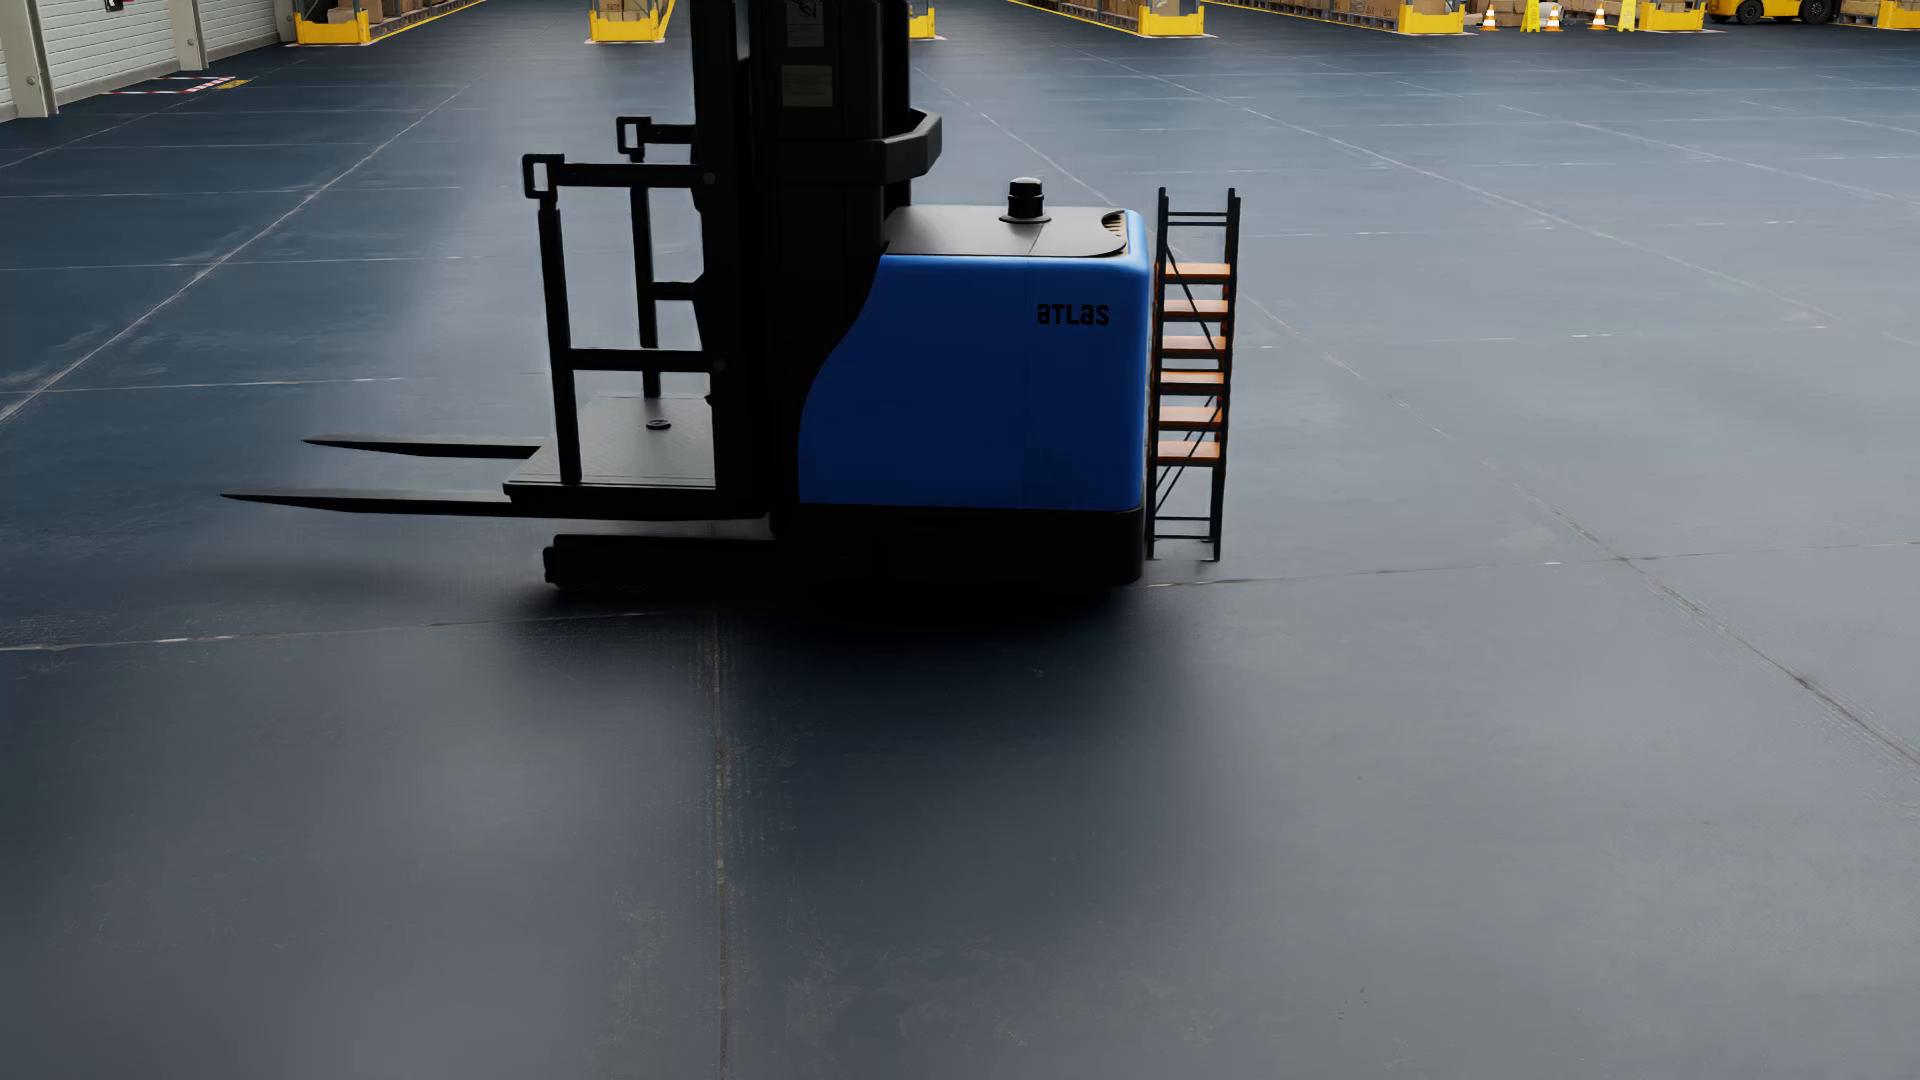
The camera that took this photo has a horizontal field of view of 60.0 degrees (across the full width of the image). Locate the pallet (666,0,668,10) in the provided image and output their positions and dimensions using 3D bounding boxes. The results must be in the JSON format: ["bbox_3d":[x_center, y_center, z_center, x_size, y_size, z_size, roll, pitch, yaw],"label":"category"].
[{"bbox_3d":[-7.296,-12.374,38.544,1.003,0.211,1.213,-3,21,-8],"label":"pallet"}]

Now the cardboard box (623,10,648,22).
[{"bbox_3d":[-5.757,-9.334,29.749,0.500,0.250,0.500,-3,21,-8],"label":"cardboard box"}]

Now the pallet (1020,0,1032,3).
[{"bbox_3d":[2.141,-13.842,42.476,1.003,0.211,1.213,-3,21,-8],"label":"pallet"}]

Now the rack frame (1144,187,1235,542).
[{"bbox_3d":[0.753,-0.557,5.492,0.240,1.200,0.006,1,21,3],"label":"rack frame"}]

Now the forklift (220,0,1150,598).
[{"bbox_3d":[-0.905,-1.386,5.238,3.031,2.935,1.130,2,21,4],"label":"forklift"}]

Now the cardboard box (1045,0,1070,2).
[{"bbox_3d":[2.671,-12.938,38.505,1.225,0.875,0.875,-4,21,-10],"label":"cardboard box"}]

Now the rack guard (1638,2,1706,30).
[{"bbox_3d":[13.699,-10.082,31.994,1.175,0.500,0.348,-3,21,-8],"label":"rack guard"}]

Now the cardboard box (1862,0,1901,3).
[{"bbox_3d":[18.241,-10.774,32.890,0.500,0.250,0.500,-3,21,-8],"label":"cardboard box"}]

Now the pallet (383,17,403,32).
[{"bbox_3d":[-11.246,-9.825,31.720,1.003,0.211,1.213,-3,21,-8],"label":"pallet"}]

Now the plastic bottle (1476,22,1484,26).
[{"bbox_3d":[10.404,-10.294,33.190,0.133,0.061,0.283,-11,23,-26],"label":"plastic bottle"}]

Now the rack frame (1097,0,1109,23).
[{"bbox_3d":[3.327,-12.111,33.856,1.000,3.000,0.127,-3,21,-8],"label":"rack frame"}]

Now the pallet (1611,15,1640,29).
[{"bbox_3d":[13.617,-10.229,32.803,1.003,0.211,1.213,-3,21,-8],"label":"pallet"}]

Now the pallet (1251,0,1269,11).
[{"bbox_3d":[7.561,-12.676,39.353,1.003,0.211,1.213,-3,21,-8],"label":"pallet"}]

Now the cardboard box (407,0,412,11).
[{"bbox_3d":[-11.741,-11.181,34.308,0.700,0.500,0.500,-3,21,-8],"label":"cardboard box"}]

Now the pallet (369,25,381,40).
[{"bbox_3d":[-10.895,-8.980,29.458,1.003,0.211,1.213,-3,21,-8],"label":"pallet"}]

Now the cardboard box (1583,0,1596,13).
[{"bbox_3d":[13.118,-10.934,34.034,0.500,0.250,0.500,-3,21,-8],"label":"cardboard box"}]

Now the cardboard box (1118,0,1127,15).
[{"bbox_3d":[3.435,-10.799,33.314,0.500,0.500,0.500,4,21,9],"label":"cardboard box"}]

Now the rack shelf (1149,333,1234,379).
[{"bbox_3d":[0.747,-0.596,5.380,0.258,0.103,0.180,1,21,3],"label":"rack shelf"}]

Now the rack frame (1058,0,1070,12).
[{"bbox_3d":[2.750,-13.496,37.565,1.000,3.000,0.127,-3,21,-8],"label":"rack frame"}]

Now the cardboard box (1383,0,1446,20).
[{"bbox_3d":[8.663,-10.375,31.643,0.875,0.875,0.875,-3,21,-7],"label":"cardboard box"}]

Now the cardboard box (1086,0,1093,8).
[{"bbox_3d":[3.128,-11.720,35.752,0.700,0.500,0.500,-5,21,-12],"label":"cardboard box"}]

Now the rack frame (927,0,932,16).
[{"bbox_3d":[-0.998,-10.477,29.480,1.000,3.000,0.127,-3,21,-8],"label":"rack frame"}]

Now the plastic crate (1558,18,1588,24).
[{"bbox_3d":[12.548,-10.659,34.139,0.402,0.080,0.583,-11,23,-26],"label":"plastic crate"}]

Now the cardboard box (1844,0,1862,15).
[{"bbox_3d":[18.178,-10.706,33.423,0.500,0.250,0.500,-3,21,-8],"label":"cardboard box"}]

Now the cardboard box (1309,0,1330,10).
[{"bbox_3d":[8.071,-11.680,35.316,1.050,0.750,0.750,-3,21,-8],"label":"cardboard box"}]

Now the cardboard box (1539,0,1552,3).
[{"bbox_3d":[11.941,-11.002,34.455,0.500,0.500,0.500,12,24,29],"label":"cardboard box"}]

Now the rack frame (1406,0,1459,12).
[{"bbox_3d":[8.826,-10.942,30.725,1.000,3.000,0.127,-3,21,-8],"label":"rack frame"}]

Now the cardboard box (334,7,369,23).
[{"bbox_3d":[-10.895,-9.365,29.717,0.500,0.311,0.500,-1,21,-3],"label":"cardboard box"}]

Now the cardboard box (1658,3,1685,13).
[{"bbox_3d":[13.867,-10.428,32.679,0.500,0.250,0.500,-3,21,-8],"label":"cardboard box"}]

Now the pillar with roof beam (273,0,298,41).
[{"bbox_3d":[-7.498,-13.203,28.206,9.100,9.000,0.400,-3,21,-8],"label":"pillar with roof beam"}]

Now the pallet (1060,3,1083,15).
[{"bbox_3d":[2.861,-11.919,37.328,1.003,0.211,1.213,-3,21,-8],"label":"pallet"}]

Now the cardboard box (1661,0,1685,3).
[{"bbox_3d":[13.863,-10.788,32.570,0.500,0.500,0.500,-4,21,-10],"label":"cardboard box"}]

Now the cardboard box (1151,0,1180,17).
[{"bbox_3d":[3.830,-9.969,31.093,0.500,0.500,0.500,1,20,2],"label":"cardboard box"}]

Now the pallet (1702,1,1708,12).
[{"bbox_3d":[17.720,-12.233,38.167,1.003,0.211,1.213,-3,21,-8],"label":"pallet"}]

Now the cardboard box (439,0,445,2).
[{"bbox_3d":[-12.051,-12.501,37.373,0.750,0.750,0.750,-3,21,-8],"label":"cardboard box"}]

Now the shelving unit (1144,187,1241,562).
[{"bbox_3d":[0.747,-0.525,5.407,0.258,1.200,0.189,1,21,3],"label":"shelving unit"}]

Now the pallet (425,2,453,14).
[{"bbox_3d":[-12.167,-12.139,37.915,1.003,0.211,1.213,-3,21,-8],"label":"pallet"}]

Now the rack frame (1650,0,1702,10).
[{"bbox_3d":[13.710,-11.226,31.487,1.000,3.000,0.127,-3,21,-8],"label":"rack frame"}]

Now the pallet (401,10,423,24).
[{"bbox_3d":[-11.671,-10.748,34.193,1.003,0.211,1.213,-3,21,-8],"label":"pallet"}]

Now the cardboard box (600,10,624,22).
[{"bbox_3d":[-6.270,-9.308,29.679,0.500,0.250,0.500,-3,21,-8],"label":"cardboard box"}]

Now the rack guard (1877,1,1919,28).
[{"bbox_3d":[18.624,-10.299,32.576,1.175,0.500,0.348,-3,21,-8],"label":"rack guard"}]

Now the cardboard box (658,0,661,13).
[{"bbox_3d":[-6.362,-10.851,33.811,0.500,0.250,0.500,-2,21,-6],"label":"cardboard box"}]

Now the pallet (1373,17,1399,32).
[{"bbox_3d":[8.633,-9.908,31.943,1.003,0.211,1.213,-3,21,-8],"label":"pallet"}]

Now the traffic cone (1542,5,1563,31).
[{"bbox_3d":[11.322,-9.948,31.690,0.336,0.463,0.334,-3,21,-8],"label":"traffic cone"}]
